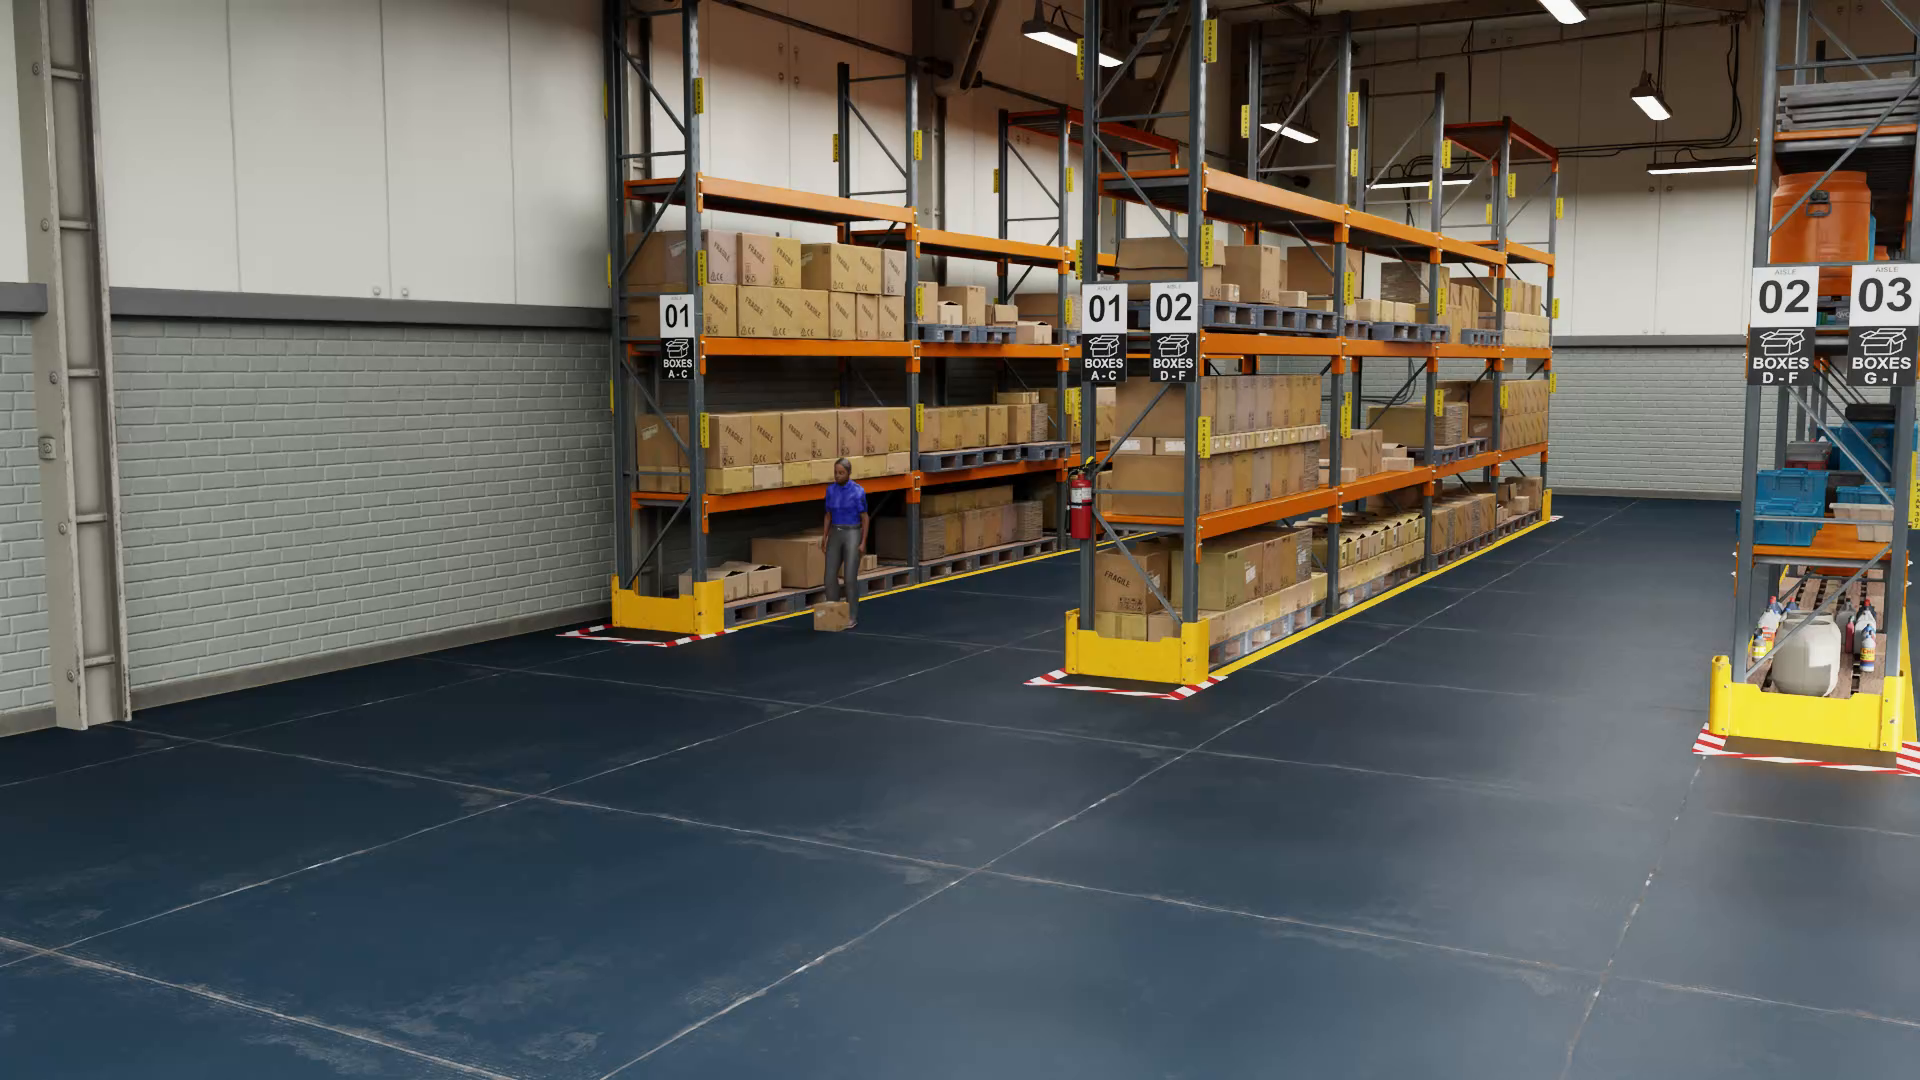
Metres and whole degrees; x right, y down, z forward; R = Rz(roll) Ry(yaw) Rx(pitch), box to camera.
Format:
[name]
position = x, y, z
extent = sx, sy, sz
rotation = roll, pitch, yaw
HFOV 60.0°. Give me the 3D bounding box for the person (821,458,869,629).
[person]
position = -1.150, 0.022, 16.194
extent = 0.518, 1.653, 0.402
rotation = 3, 7, 26
